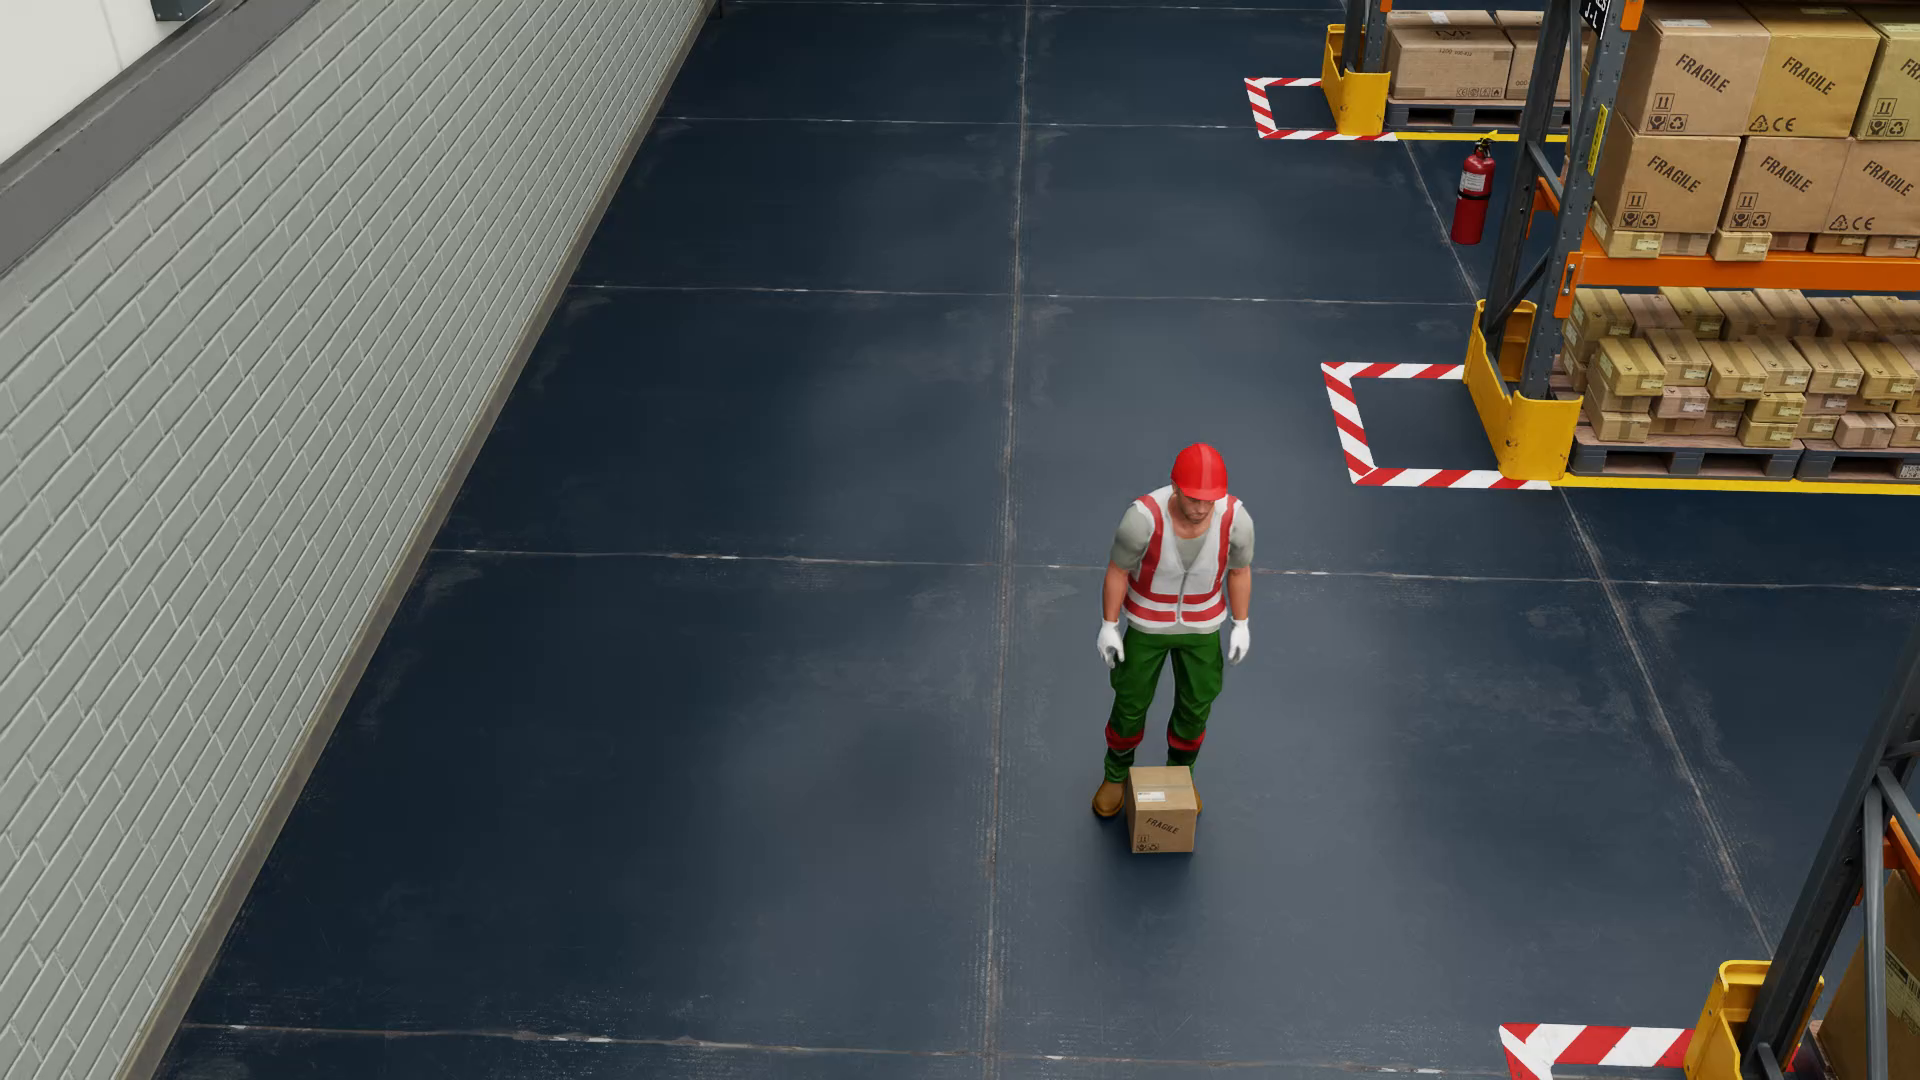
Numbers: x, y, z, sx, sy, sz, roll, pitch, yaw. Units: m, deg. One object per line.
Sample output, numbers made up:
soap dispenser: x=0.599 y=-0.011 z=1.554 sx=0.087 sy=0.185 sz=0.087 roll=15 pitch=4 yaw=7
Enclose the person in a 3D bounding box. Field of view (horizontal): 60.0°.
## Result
person: x=0.853 y=0.358 z=6.601 sx=0.618 sy=1.778 sz=0.452 roll=-1 pitch=35 yaw=-1
